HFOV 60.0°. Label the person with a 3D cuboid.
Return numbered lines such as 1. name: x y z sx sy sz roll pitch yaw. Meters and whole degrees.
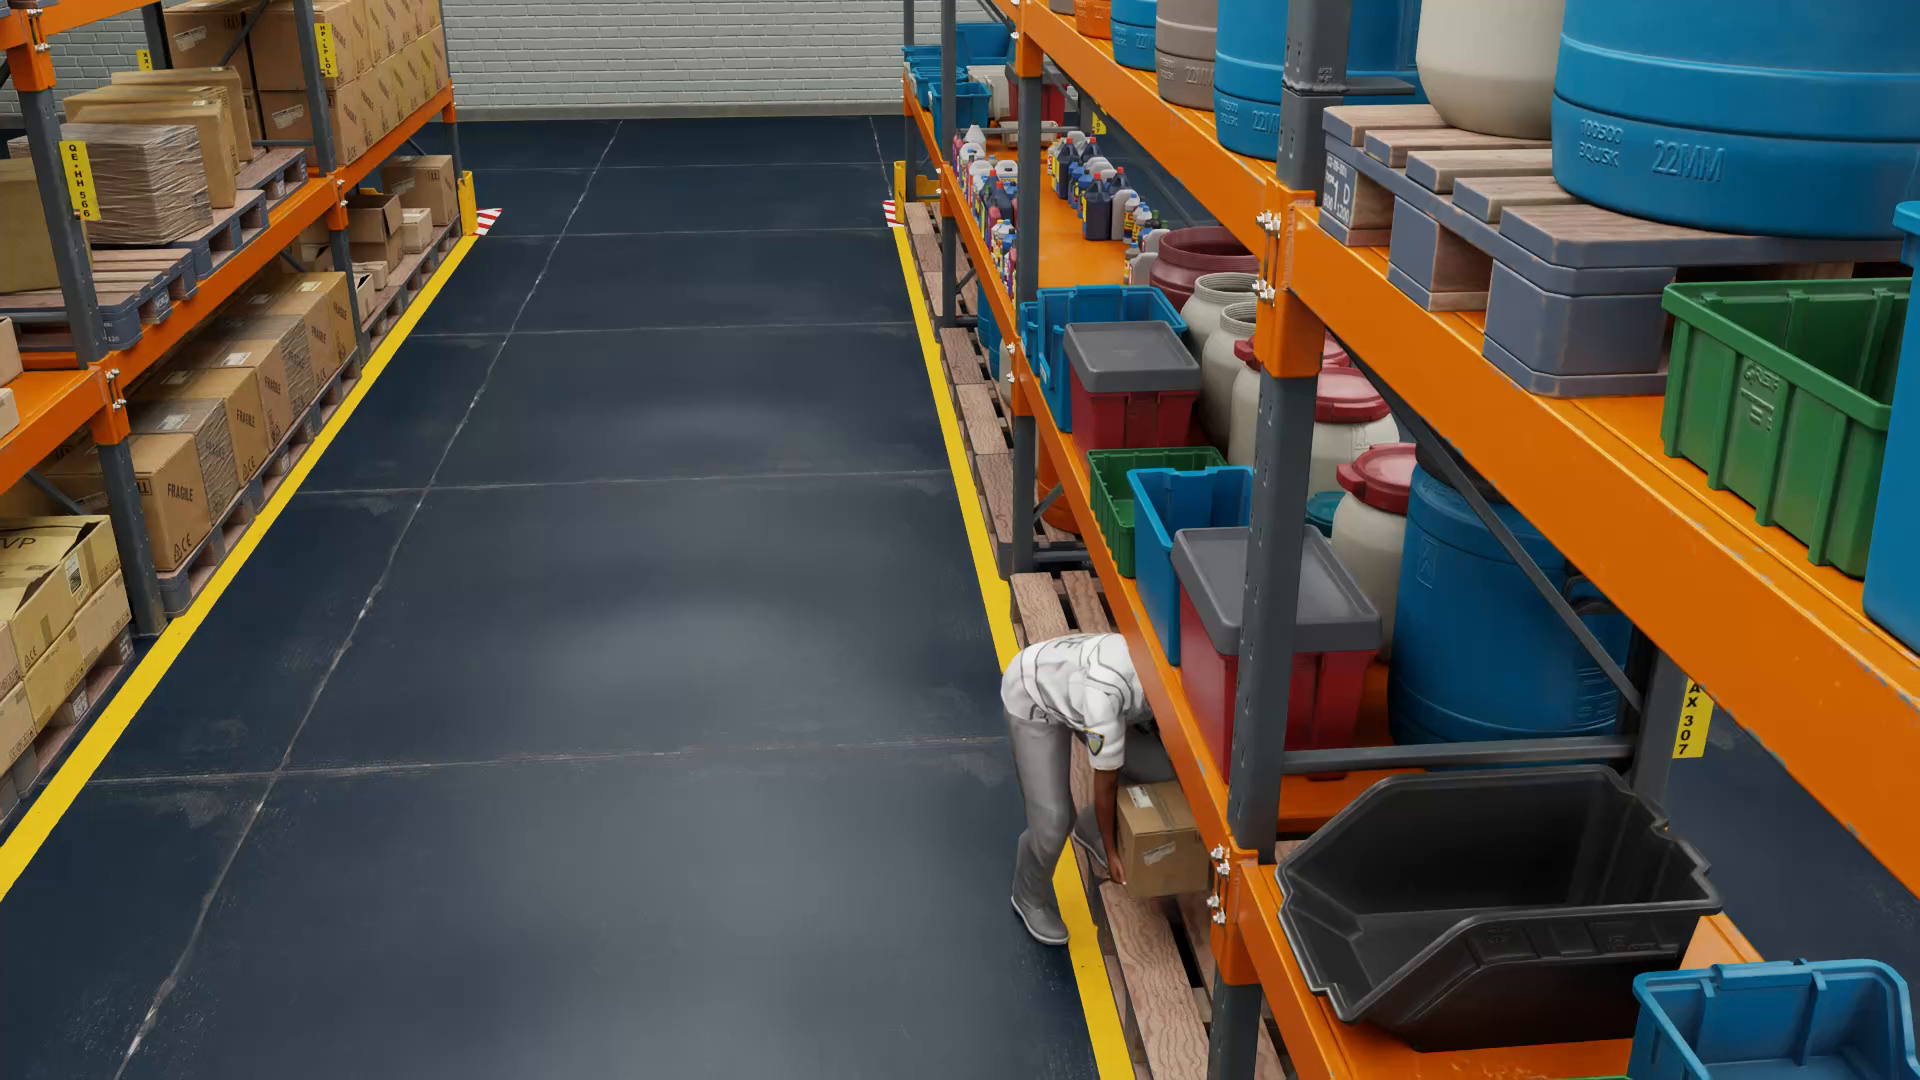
1. person: 0.495 0.778 5.351 0.464 1.256 0.893 -14 28 -29
